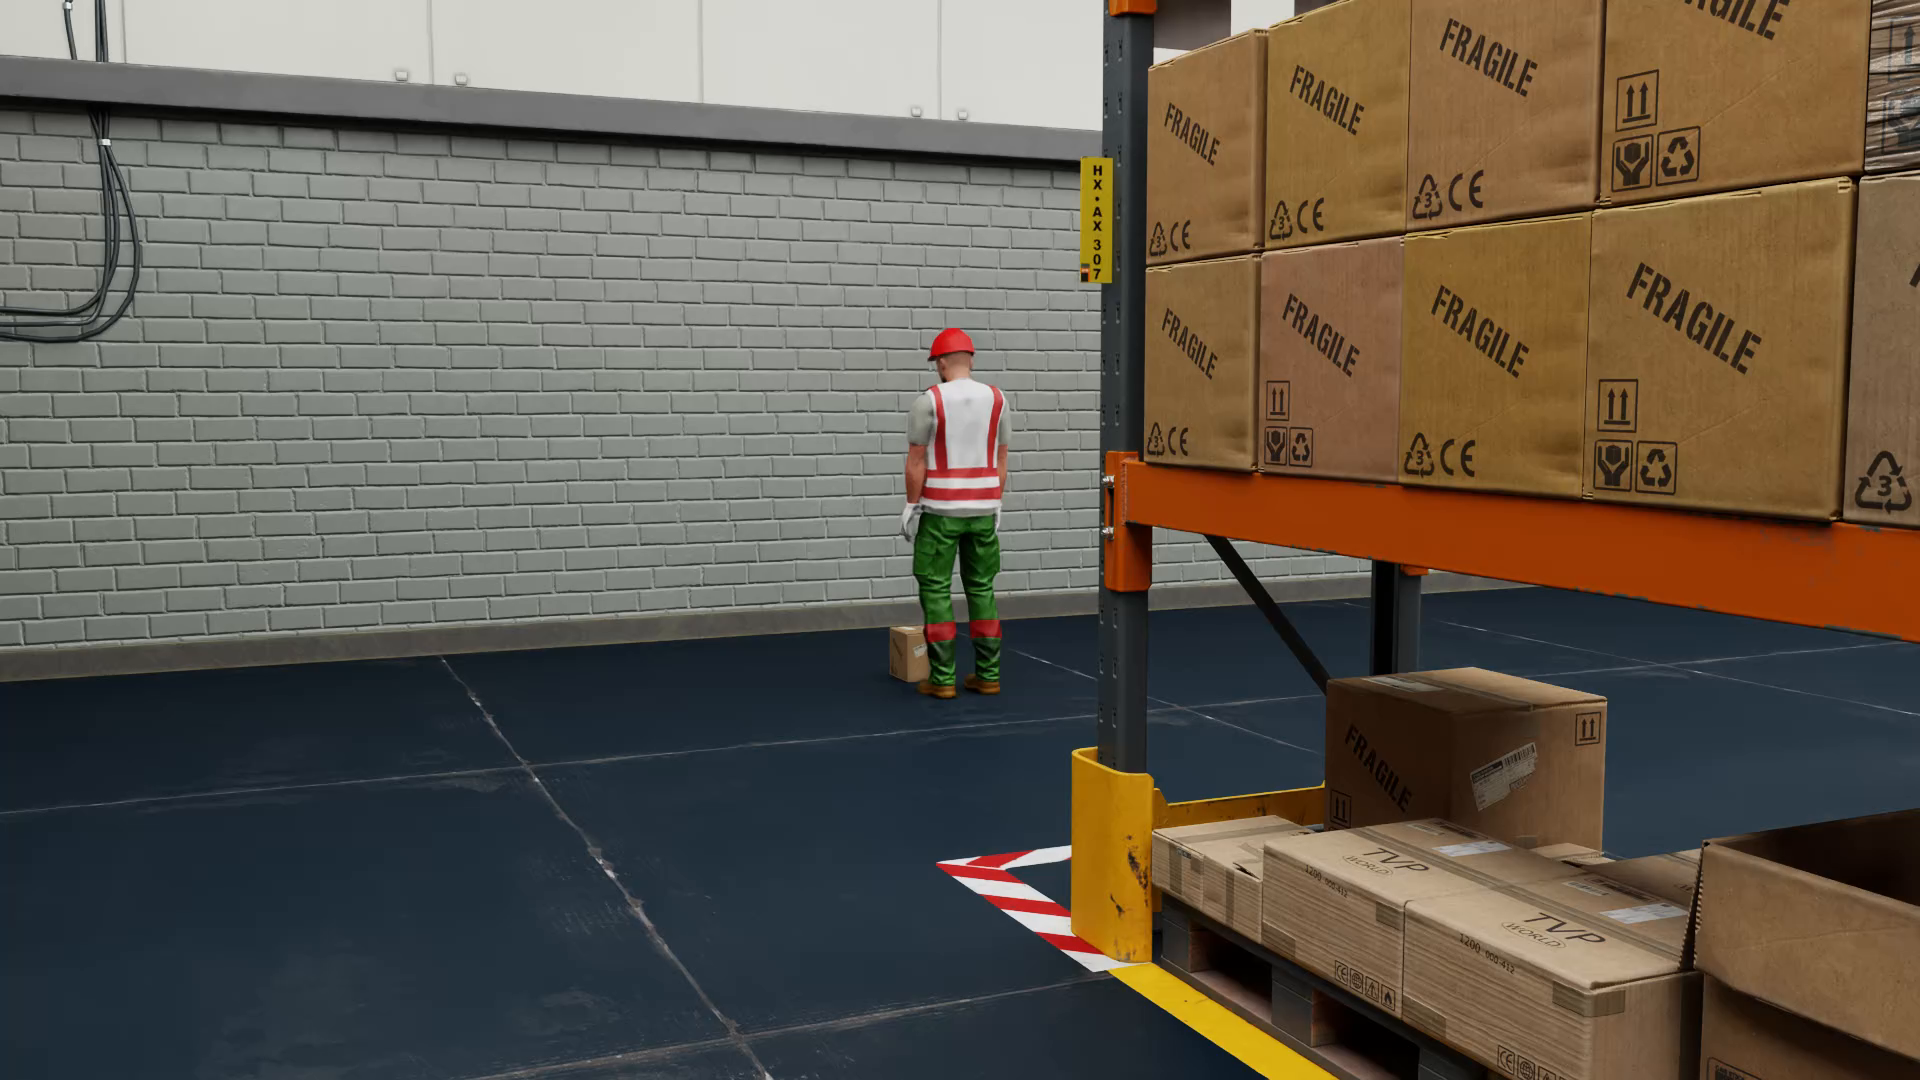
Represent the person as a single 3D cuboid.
[{"bbox_3d":[-0.023,-0.132,8.074,0.529,1.778,0.364,-2,6,-23],"label":"person"}]
